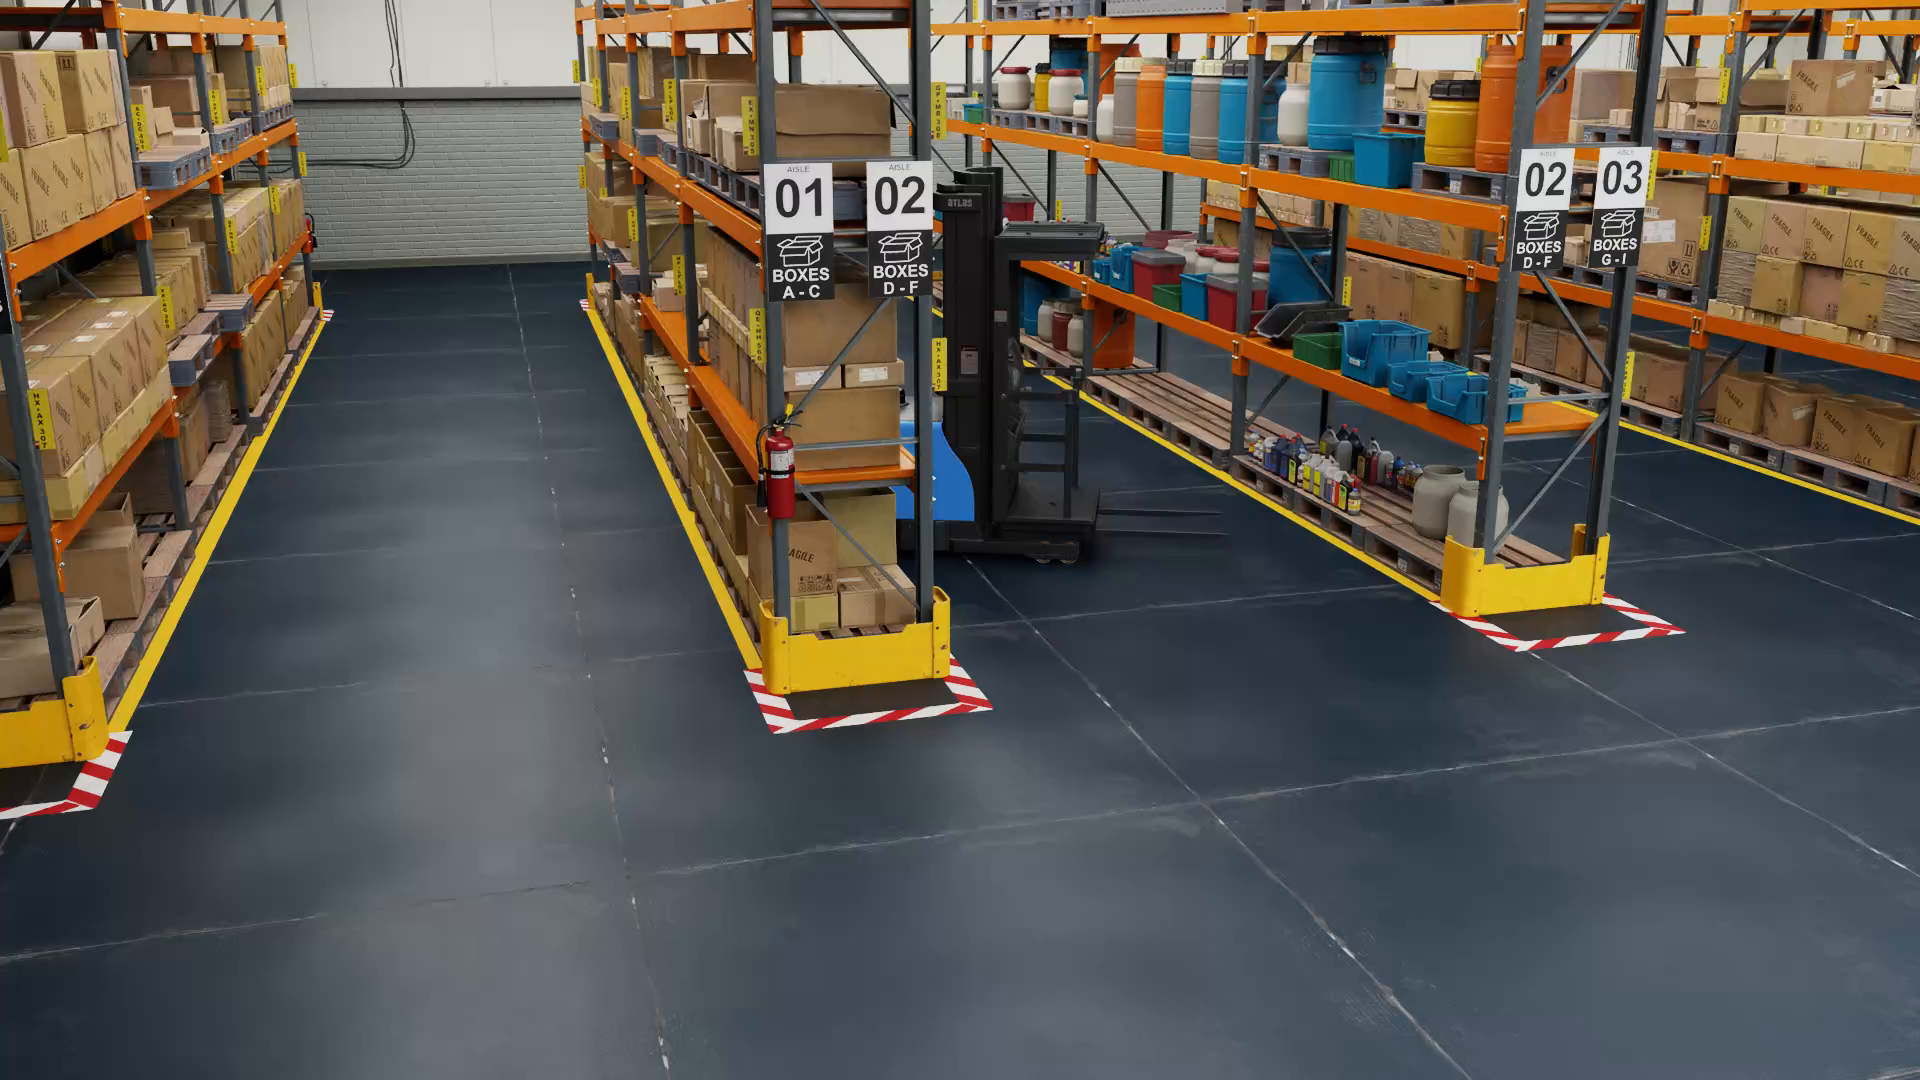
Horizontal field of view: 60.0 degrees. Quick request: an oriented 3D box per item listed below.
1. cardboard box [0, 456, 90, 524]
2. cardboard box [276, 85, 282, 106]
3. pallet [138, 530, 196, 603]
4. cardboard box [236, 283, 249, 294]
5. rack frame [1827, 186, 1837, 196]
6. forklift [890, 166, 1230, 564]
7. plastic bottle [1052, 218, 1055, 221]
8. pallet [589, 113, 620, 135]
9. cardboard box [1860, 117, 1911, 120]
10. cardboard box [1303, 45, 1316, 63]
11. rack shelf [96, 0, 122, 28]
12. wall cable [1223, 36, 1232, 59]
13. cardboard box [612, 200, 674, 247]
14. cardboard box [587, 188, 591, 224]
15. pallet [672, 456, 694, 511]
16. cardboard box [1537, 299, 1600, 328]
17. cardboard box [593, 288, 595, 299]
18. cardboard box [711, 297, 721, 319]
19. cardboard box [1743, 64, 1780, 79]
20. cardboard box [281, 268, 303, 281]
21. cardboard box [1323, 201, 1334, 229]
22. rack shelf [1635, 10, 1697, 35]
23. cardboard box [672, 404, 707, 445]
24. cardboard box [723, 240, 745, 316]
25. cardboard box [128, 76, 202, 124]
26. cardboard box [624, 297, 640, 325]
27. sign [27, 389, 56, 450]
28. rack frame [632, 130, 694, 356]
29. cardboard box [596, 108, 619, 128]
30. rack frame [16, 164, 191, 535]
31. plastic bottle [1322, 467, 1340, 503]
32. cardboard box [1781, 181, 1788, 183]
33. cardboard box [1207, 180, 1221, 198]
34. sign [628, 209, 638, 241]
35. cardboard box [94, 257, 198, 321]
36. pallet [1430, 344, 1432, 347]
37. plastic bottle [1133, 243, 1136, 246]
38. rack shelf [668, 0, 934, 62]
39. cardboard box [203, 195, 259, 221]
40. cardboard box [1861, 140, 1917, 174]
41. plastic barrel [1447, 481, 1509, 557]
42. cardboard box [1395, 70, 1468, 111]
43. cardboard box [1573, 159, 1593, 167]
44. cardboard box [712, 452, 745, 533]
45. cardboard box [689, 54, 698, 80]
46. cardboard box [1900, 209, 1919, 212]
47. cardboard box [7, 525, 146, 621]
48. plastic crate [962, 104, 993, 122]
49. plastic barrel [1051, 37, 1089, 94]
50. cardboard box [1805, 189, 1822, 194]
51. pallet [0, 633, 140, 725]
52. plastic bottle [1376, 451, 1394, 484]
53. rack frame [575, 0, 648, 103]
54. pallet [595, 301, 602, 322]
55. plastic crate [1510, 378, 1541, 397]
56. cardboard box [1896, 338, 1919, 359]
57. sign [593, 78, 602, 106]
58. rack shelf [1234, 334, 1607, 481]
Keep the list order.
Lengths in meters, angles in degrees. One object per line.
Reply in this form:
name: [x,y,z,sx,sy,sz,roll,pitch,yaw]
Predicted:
cardboard box: [-5.255,-0.283,9.405,0.500,0.250,0.500,-5,17,-17]
cardboard box: [-9.075,-5.755,21.541,0.500,0.250,0.500,-5,18,-17]
pallet: [-6.307,0.227,12.329,1.003,0.211,1.213,-5,17,-15]
cardboard box: [-7.545,-2.547,17.119,0.380,0.149,0.250,-4,17,-14]
rack frame: [11.460,-3.937,21.344,1.000,3.000,0.127,-5,17,-15]
forklift: [0.620,-1.382,12.959,3.031,2.935,1.130,2,17,7]
plastic bottle: [1.230,-4.024,21.720,0.144,0.351,0.185,-5,17,-15]
pallet: [-3.851,-5.057,20.187,1.213,0.211,1.003,-5,17,-15]
cardboard box: [8.368,-3.737,15.032,0.380,0.149,0.250,-5,18,-17]
cardboard box: [5.311,-7.032,24.054,0.500,0.250,0.500,-6,18,-19]
rack shelf: [-5.976,-3.265,9.936,1.077,0.370,4.000,-5,17,-15]
wall cable: [6.224,-12.036,32.286,2.277,5.999,0.120,-5,17,-15]
cardboard box: [-3.797,-3.812,20.025,0.700,0.500,0.500,-2,17,-6]
cardboard box: [-5.193,-4.908,24.402,0.500,0.500,0.500,-4,17,-14]
pallet: [-2.004,-0.549,14.913,1.003,0.211,1.213,-5,17,-15]
cardboard box: [7.031,-2.616,19.225,0.500,0.250,0.500,-3,17,-9]
cardboard box: [-5.208,-3.645,24.532,0.380,0.166,0.250,-5,17,-15]
cardboard box: [-1.734,-1.812,12.970,0.380,0.149,0.250,-5,17,-17]
cardboard box: [10.725,-6.233,22.271,0.396,0.266,0.258,-5,17,-15]
cardboard box: [-9.254,-3.648,22.869,0.380,0.149,0.250,-4,17,-14]
cardboard box: [5.450,-4.580,23.311,0.500,0.500,0.500,-5,17,-15]
rack shelf: [9.811,-8.123,26.110,1.077,0.370,4.000,-5,17,-15]
cardboard box: [-2.300,-1.070,14.874,0.500,0.311,0.500,-4,17,-14]
cardboard box: [-1.359,-1.953,12.310,0.700,0.500,0.500,-5,17,-15]
cardboard box: [-8.149,-4.519,17.130,0.700,0.500,0.500,-4,17,-12]
cardboard box: [-3.651,-2.701,19.507,0.500,0.250,0.500,-5,17,-16]
sign: [-4.905,-0.642,8.872,0.100,0.325,0.005,-5,17,-15]
rack frame: [-2.863,-2.790,17.528,1.000,3.000,0.127,-5,17,-15]
cardboard box: [-4.352,-5.375,21.179,0.500,0.250,0.500,-5,17,-15]
rack frame: [-6.526,-1.291,12.537,1.000,3.000,0.127,-5,17,-15]
plastic bottle: [3.092,-0.458,13.732,0.152,0.276,0.135,-5,17,-17]
cardboard box: [14.291,-6.044,28.186,0.500,0.500,0.500,-4,17,-13]
cardboard box: [4.337,-5.702,26.964,0.500,0.250,0.500,-5,17,-17]
sign: [-3.382,-3.262,17.221,0.100,0.325,0.005,-5,17,-15]
cardboard box: [-7.122,-2.184,14.571,0.700,0.500,0.500,-5,17,-15]
pallet: [6.187,-2.798,22.400,1.003,0.211,1.213,-5,17,-15]
plastic bottle: [2.046,-3.365,19.643,0.061,0.283,0.133,-5,17,-15]
rack shelf: [-1.214,-3.468,11.300,1.077,0.370,4.000,-5,17,-15]
cardboard box: [-8.079,-3.671,18.430,0.500,0.250,0.500,-4,17,-14]
cardboard box: [8.069,-3.257,14.127,0.500,0.250,0.500,-5,17,-16]
plastic barrel: [3.845,-0.154,12.344,0.421,0.512,0.421,0,17,0]
cardboard box: [6.081,-5.823,21.500,0.797,0.503,0.637,-5,17,-16]
cardboard box: [9.824,-5.964,25.663,0.500,0.500,0.500,-5,18,-17]
cardboard box: [-1.523,-0.360,12.181,0.500,0.500,0.500,-5,17,-15]
cardboard box: [-2.074,-3.938,14.363,0.500,0.500,0.500,-3,17,-10]
cardboard box: [8.560,-2.617,14.523,0.500,0.500,0.500,-5,17,-15]
cardboard box: [-5.840,0.239,11.024,0.700,0.500,0.500,-6,18,-19]
plastic crate: [0.244,-5.870,22.858,0.416,0.233,0.300,-5,17,-15]
plastic barrel: [1.417,-5.705,20.416,0.600,0.901,0.708,-5,17,-15]
cardboard box: [11.379,-4.588,22.184,0.380,0.149,0.250,-5,17,-16]
pallet: [-5.637,0.902,10.082,1.003,0.211,1.213,-5,17,-15]
plastic bottle: [3.636,-0.638,14.331,0.152,0.276,0.135,-4,17,-14]
rack frame: [-5.062,-7.876,24.031,1.000,3.000,0.127,-5,17,-15]
pallet: [-4.821,-3.426,24.492,1.003,0.211,1.213,-5,17,-15]
plastic crate: [4.163,-1.115,12.408,0.298,0.136,0.250,-5,17,-15]
cardboard box: [8.225,-1.646,14.156,0.380,0.149,0.250,-5,17,-15]
sign: [-4.482,-5.536,20.555,0.100,0.325,0.005,-5,17,-15]
rack shelf: [3.549,-1.177,13.406,1.077,0.370,4.000,-5,17,-15]
